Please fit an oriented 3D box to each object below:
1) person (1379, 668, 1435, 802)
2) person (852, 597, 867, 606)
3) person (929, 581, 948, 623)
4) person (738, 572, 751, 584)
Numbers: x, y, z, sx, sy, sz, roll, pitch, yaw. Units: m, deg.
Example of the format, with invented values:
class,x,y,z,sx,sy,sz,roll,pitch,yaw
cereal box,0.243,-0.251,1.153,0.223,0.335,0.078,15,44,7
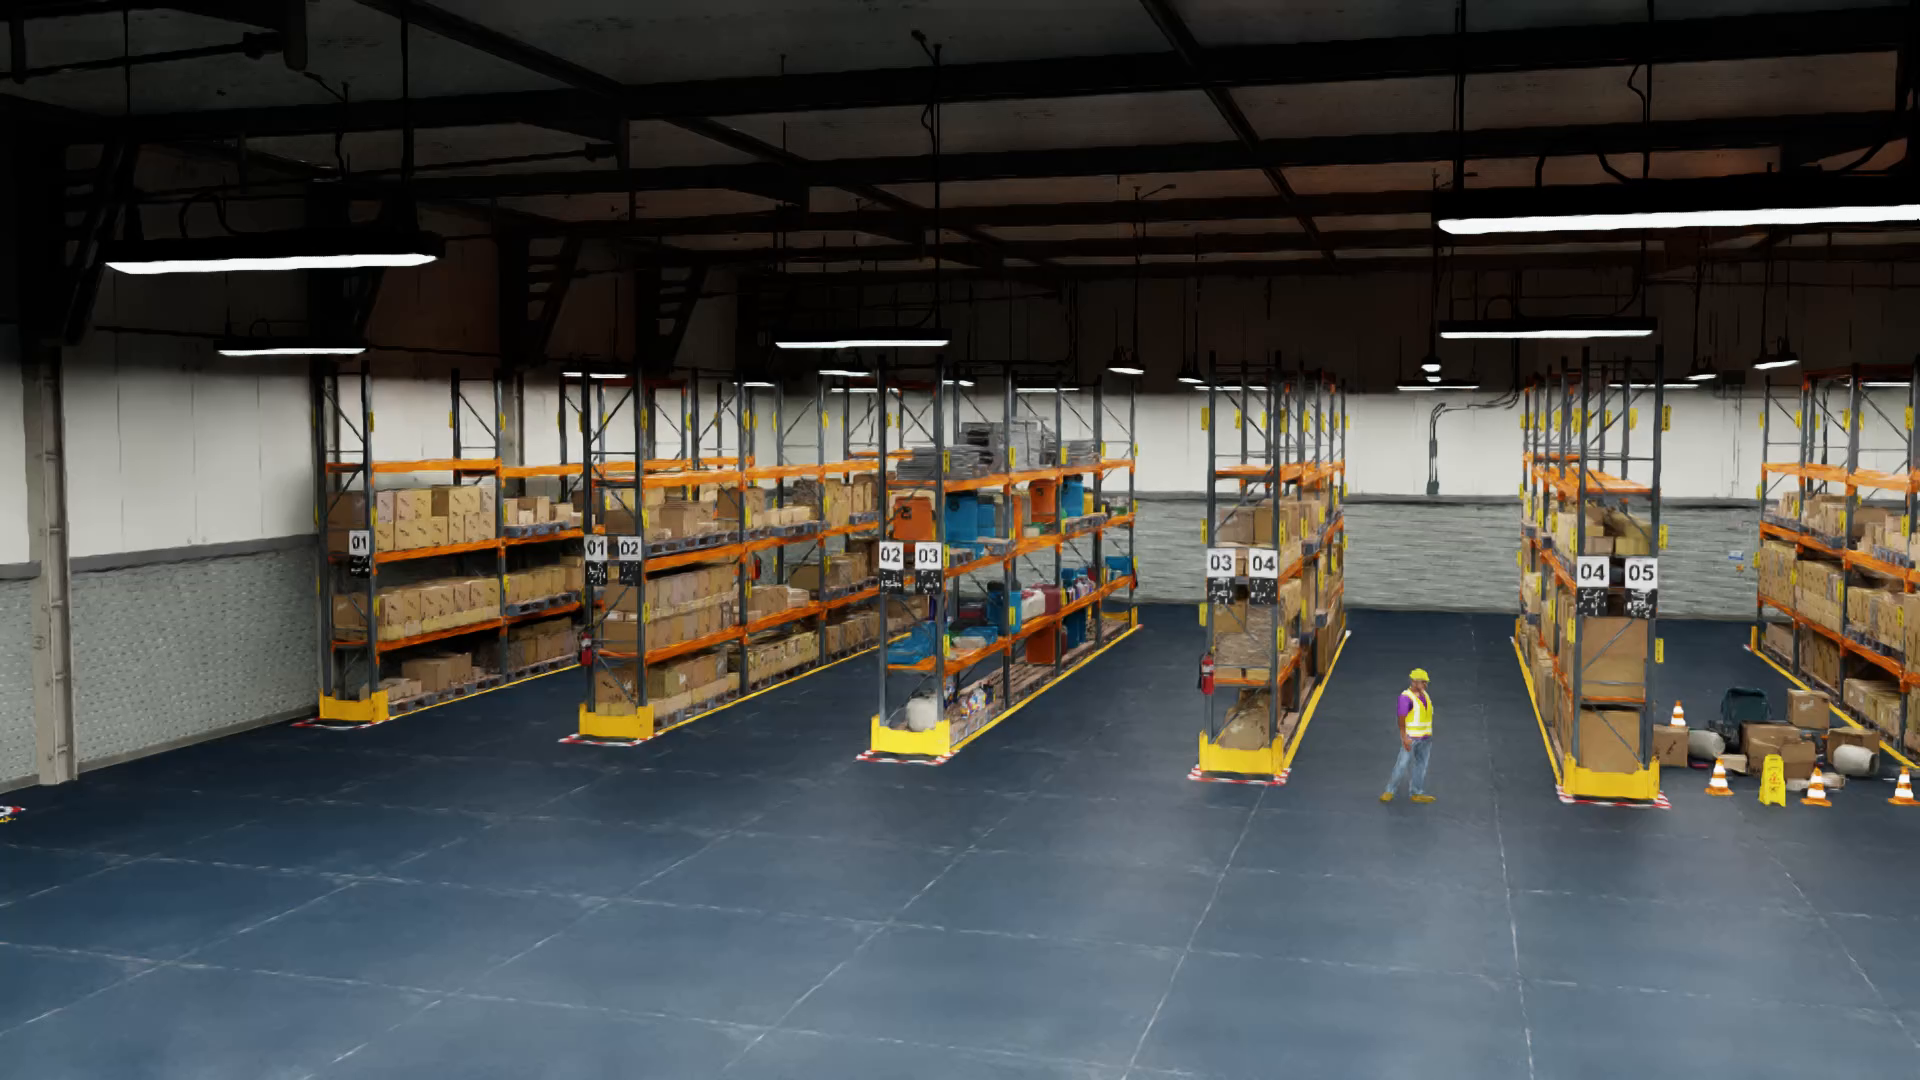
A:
class,x,y,z,sx,sy,sz,roll,pitch,yaw
person,5.875,2.567,21.828,0.727,1.765,0.480,-2,5,-30
person,-2.575,1.082,43.057,0.412,1.680,0.559,3,5,38
person,-0.492,1.453,38.637,0.493,1.571,1.000,1,4,15
person,-5.691,0.990,44.374,0.690,1.660,0.560,-3,5,-38
